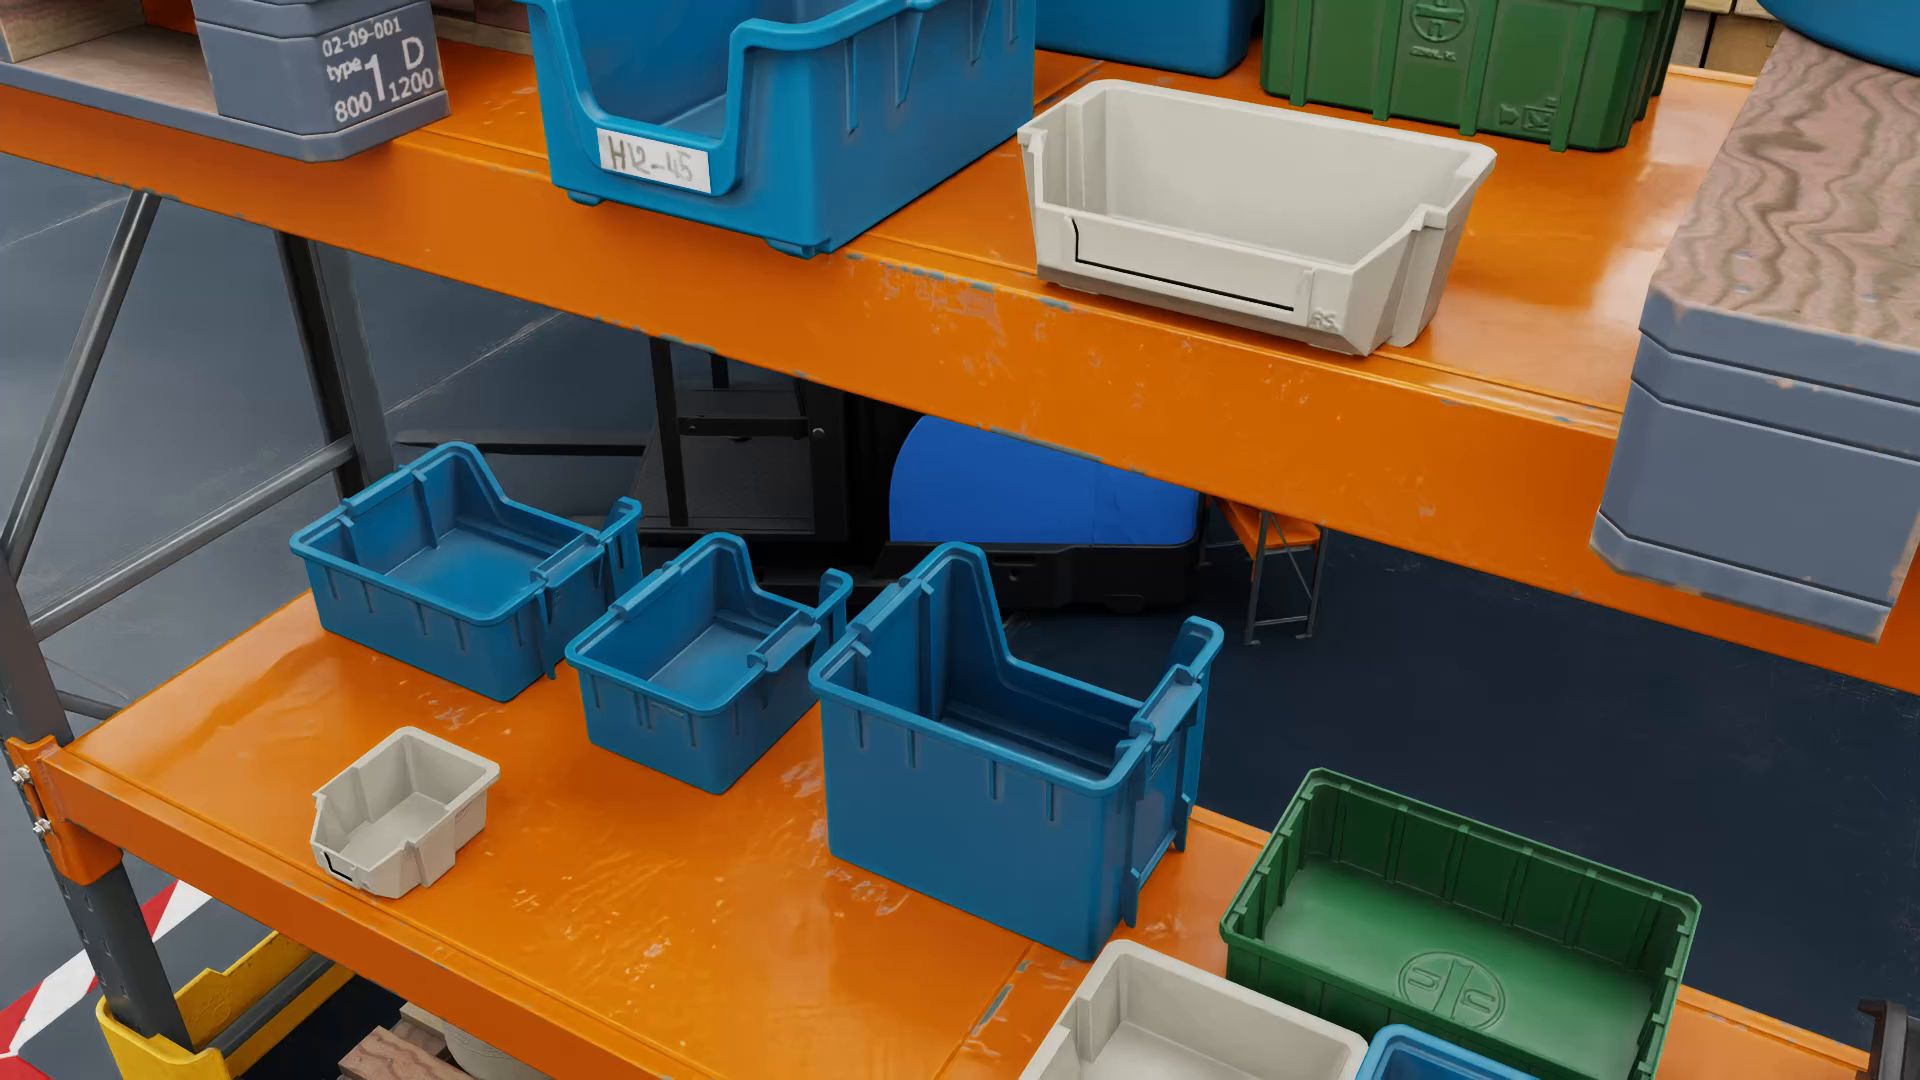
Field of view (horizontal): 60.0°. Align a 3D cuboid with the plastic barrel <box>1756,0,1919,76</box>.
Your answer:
[{"bbox_3d":[1.033,-0.859,1.297,0.708,0.901,0.600,18,37,24],"label":"plastic barrel"}]

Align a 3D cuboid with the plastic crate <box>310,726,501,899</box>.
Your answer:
[{"bbox_3d":[-1.012,0.509,3.018,0.250,0.136,0.298,18,37,24],"label":"plastic crate"}]

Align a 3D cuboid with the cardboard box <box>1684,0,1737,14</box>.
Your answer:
[{"bbox_3d":[2.629,-1.990,5.856,0.250,0.149,0.380,19,38,26],"label":"cardboard box"}]

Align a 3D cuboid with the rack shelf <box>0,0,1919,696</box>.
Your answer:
[{"bbox_3d":[0.107,-0.401,2.089,4.000,0.370,1.077,18,37,24],"label":"rack shelf"}]

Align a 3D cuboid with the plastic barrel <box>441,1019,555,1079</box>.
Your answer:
[{"bbox_3d":[-1.020,1.003,3.904,0.421,0.512,0.421,0,34,0],"label":"plastic barrel"}]

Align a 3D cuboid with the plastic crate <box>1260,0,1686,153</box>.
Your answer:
[{"bbox_3d":[0.609,-0.627,1.971,0.450,0.188,0.336,18,37,24],"label":"plastic crate"}]

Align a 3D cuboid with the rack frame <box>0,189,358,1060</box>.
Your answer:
[{"bbox_3d":[-1.631,-0.001,3.545,0.053,2.616,0.949,18,37,24],"label":"rack frame"}]

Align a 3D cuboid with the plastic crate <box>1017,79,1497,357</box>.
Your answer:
[{"bbox_3d":[0.250,-0.288,1.507,0.396,0.136,0.243,18,37,24],"label":"plastic crate"}]

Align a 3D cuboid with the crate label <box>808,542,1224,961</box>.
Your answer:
[{"bbox_3d":[0.103,0.359,2.972,0.616,0.435,0.502,18,37,24],"label":"crate label"}]

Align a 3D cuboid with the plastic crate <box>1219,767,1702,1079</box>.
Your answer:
[{"bbox_3d":[0.805,0.677,2.718,0.662,0.188,0.450,18,37,24],"label":"plastic crate"}]

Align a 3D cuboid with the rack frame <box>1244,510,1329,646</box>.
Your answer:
[{"bbox_3d":[1.103,-0.155,5.396,0.240,1.200,0.015,-6,34,-11],"label":"rack frame"}]

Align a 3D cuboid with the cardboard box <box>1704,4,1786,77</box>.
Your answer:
[{"bbox_3d":[3.022,-1.727,6.047,0.500,0.500,0.700,18,38,25],"label":"cardboard box"}]

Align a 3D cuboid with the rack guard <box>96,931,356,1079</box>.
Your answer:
[{"bbox_3d":[-1.540,1.037,4.242,0.348,0.500,1.175,18,37,24],"label":"rack guard"}]

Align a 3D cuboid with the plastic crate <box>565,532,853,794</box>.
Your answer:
[{"bbox_3d":[-0.485,0.235,3.325,0.408,0.251,0.499,18,37,24],"label":"plastic crate"}]

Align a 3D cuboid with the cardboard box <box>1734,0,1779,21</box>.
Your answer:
[{"bbox_3d":[4.945,-1.866,4.487,4.934,1.460,0.703,19,38,26],"label":"cardboard box"}]

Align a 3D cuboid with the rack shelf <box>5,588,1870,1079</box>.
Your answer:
[{"bbox_3d":[0.107,0.847,2.920,4.000,0.370,1.077,18,37,24],"label":"rack shelf"}]

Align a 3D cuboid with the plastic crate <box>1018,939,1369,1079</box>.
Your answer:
[{"bbox_3d":[0.308,0.883,2.456,0.437,0.136,0.530,18,37,24],"label":"plastic crate"}]

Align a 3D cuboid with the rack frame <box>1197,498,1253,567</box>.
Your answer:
[{"bbox_3d":[0.998,-0.419,5.793,0.240,1.200,0.015,-6,34,-11],"label":"rack frame"}]

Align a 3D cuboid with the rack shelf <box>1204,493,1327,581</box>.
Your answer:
[{"bbox_3d":[1.047,-0.065,5.741,0.258,0.148,0.480,-6,34,-11],"label":"rack shelf"}]

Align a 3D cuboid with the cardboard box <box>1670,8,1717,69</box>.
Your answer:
[{"bbox_3d":[2.576,-1.867,6.258,0.500,0.500,0.700,19,38,26],"label":"cardboard box"}]

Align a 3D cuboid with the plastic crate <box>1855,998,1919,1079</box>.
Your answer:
[{"bbox_3d":[1.452,0.919,2.220,0.504,0.338,0.767,18,37,24],"label":"plastic crate"}]

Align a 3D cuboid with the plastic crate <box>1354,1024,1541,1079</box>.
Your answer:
[{"bbox_3d":[0.748,0.986,2.197,0.616,0.251,0.499,18,37,24],"label":"plastic crate"}]

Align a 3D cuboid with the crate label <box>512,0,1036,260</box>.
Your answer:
[{"bbox_3d":[-0.168,-0.515,1.745,0.408,0.251,0.502,18,37,24],"label":"crate label"}]

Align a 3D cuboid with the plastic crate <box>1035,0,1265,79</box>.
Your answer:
[{"bbox_3d":[0.176,-0.864,2.150,0.575,0.384,0.392,18,37,24],"label":"plastic crate"}]

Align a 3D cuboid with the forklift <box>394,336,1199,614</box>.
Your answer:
[{"bbox_3d":[0.327,-0.405,3.521,5.146,3.703,5.263,1,34,1],"label":"forklift"}]

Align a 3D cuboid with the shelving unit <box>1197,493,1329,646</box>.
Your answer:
[{"bbox_3d":[1.051,-0.287,5.594,0.258,1.200,0.503,-6,34,-11],"label":"shelving unit"}]
